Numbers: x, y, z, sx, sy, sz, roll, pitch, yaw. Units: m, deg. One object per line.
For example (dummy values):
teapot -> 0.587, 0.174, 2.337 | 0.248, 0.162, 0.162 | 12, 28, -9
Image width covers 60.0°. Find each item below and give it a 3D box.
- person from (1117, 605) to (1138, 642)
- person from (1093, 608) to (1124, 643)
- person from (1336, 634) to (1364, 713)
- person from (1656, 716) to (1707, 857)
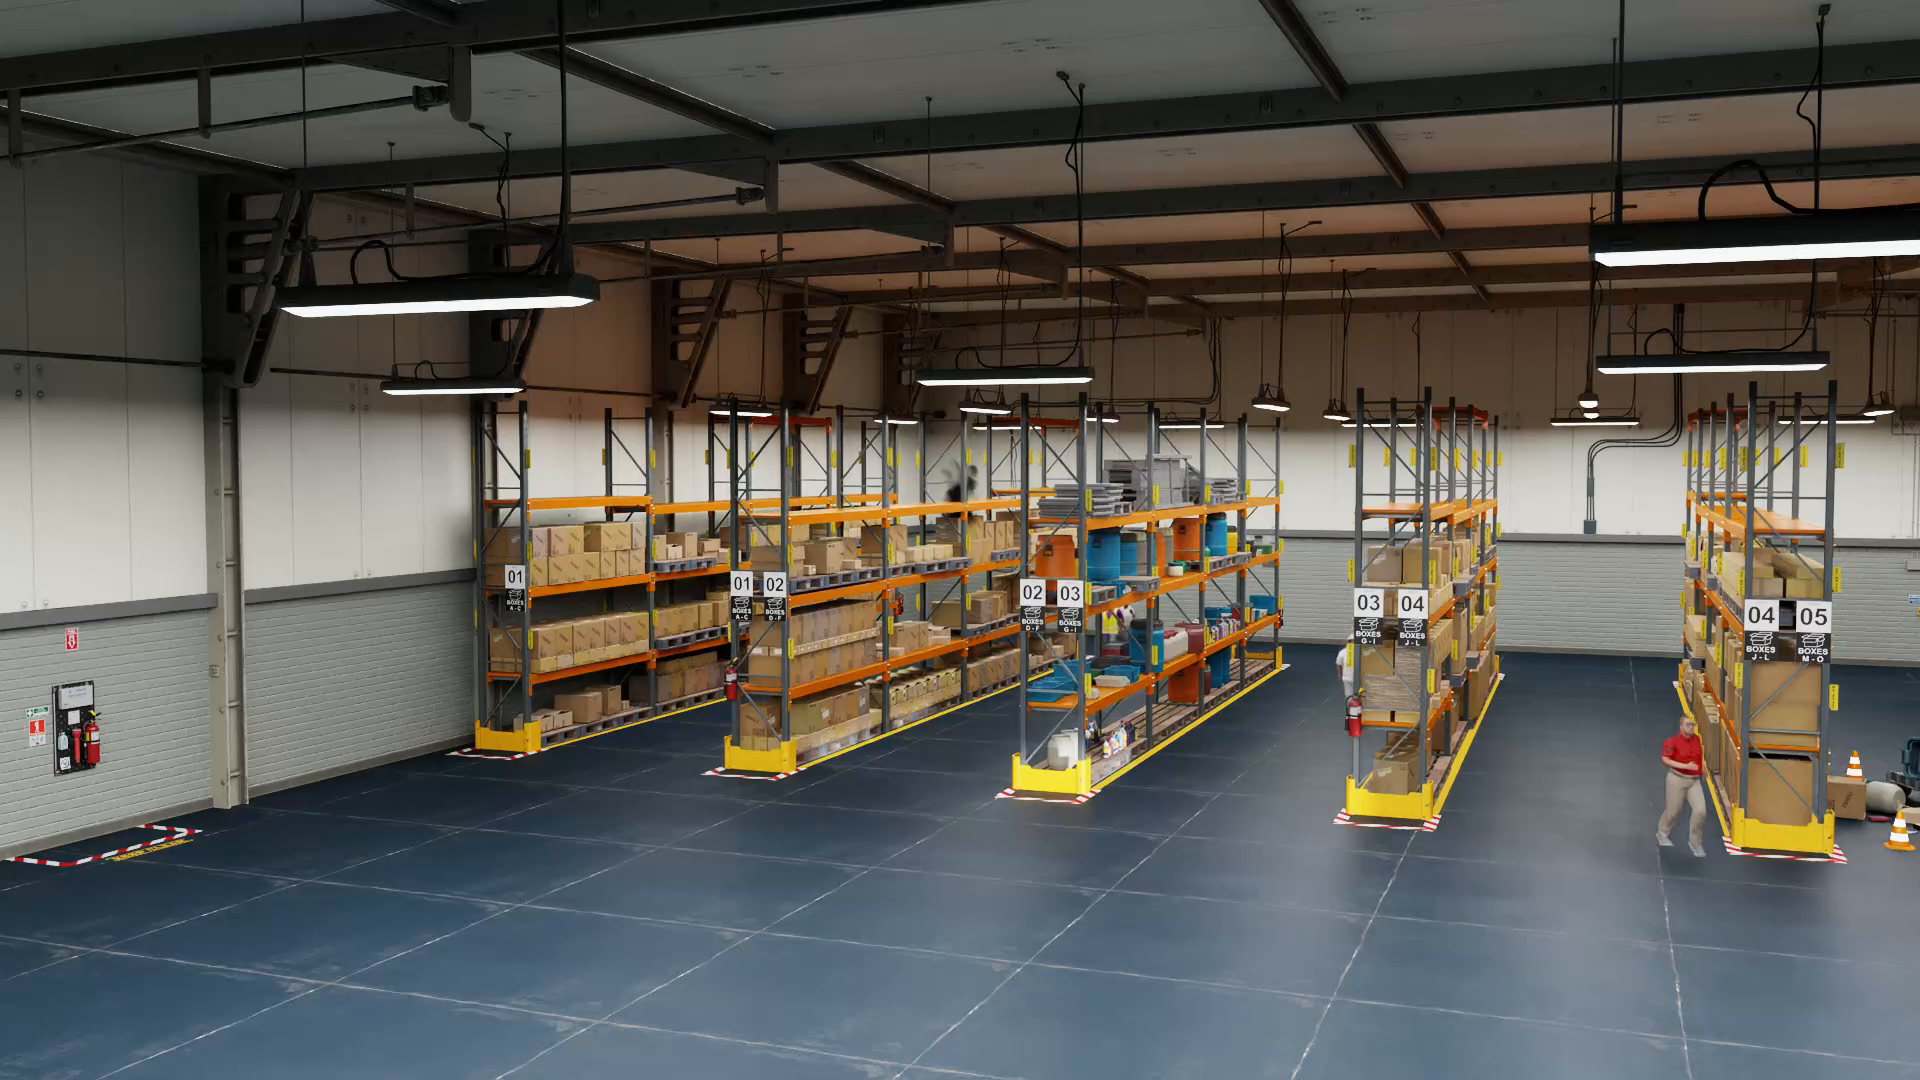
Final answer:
person -> 4.072, 2.218, 40.786 | 0.629, 1.710, 0.816 | 0, 3, -3
person -> 3.458, 2.213, 38.863 | 0.682, 1.783, 0.925 | 1, 3, 13
person -> 7.347, 2.622, 31.059 | 0.674, 1.721, 0.569 | 1, 3, 22
person -> 9.199, 3.134, 21.122 | 0.684, 1.821, 0.787 | -1, 3, -12
